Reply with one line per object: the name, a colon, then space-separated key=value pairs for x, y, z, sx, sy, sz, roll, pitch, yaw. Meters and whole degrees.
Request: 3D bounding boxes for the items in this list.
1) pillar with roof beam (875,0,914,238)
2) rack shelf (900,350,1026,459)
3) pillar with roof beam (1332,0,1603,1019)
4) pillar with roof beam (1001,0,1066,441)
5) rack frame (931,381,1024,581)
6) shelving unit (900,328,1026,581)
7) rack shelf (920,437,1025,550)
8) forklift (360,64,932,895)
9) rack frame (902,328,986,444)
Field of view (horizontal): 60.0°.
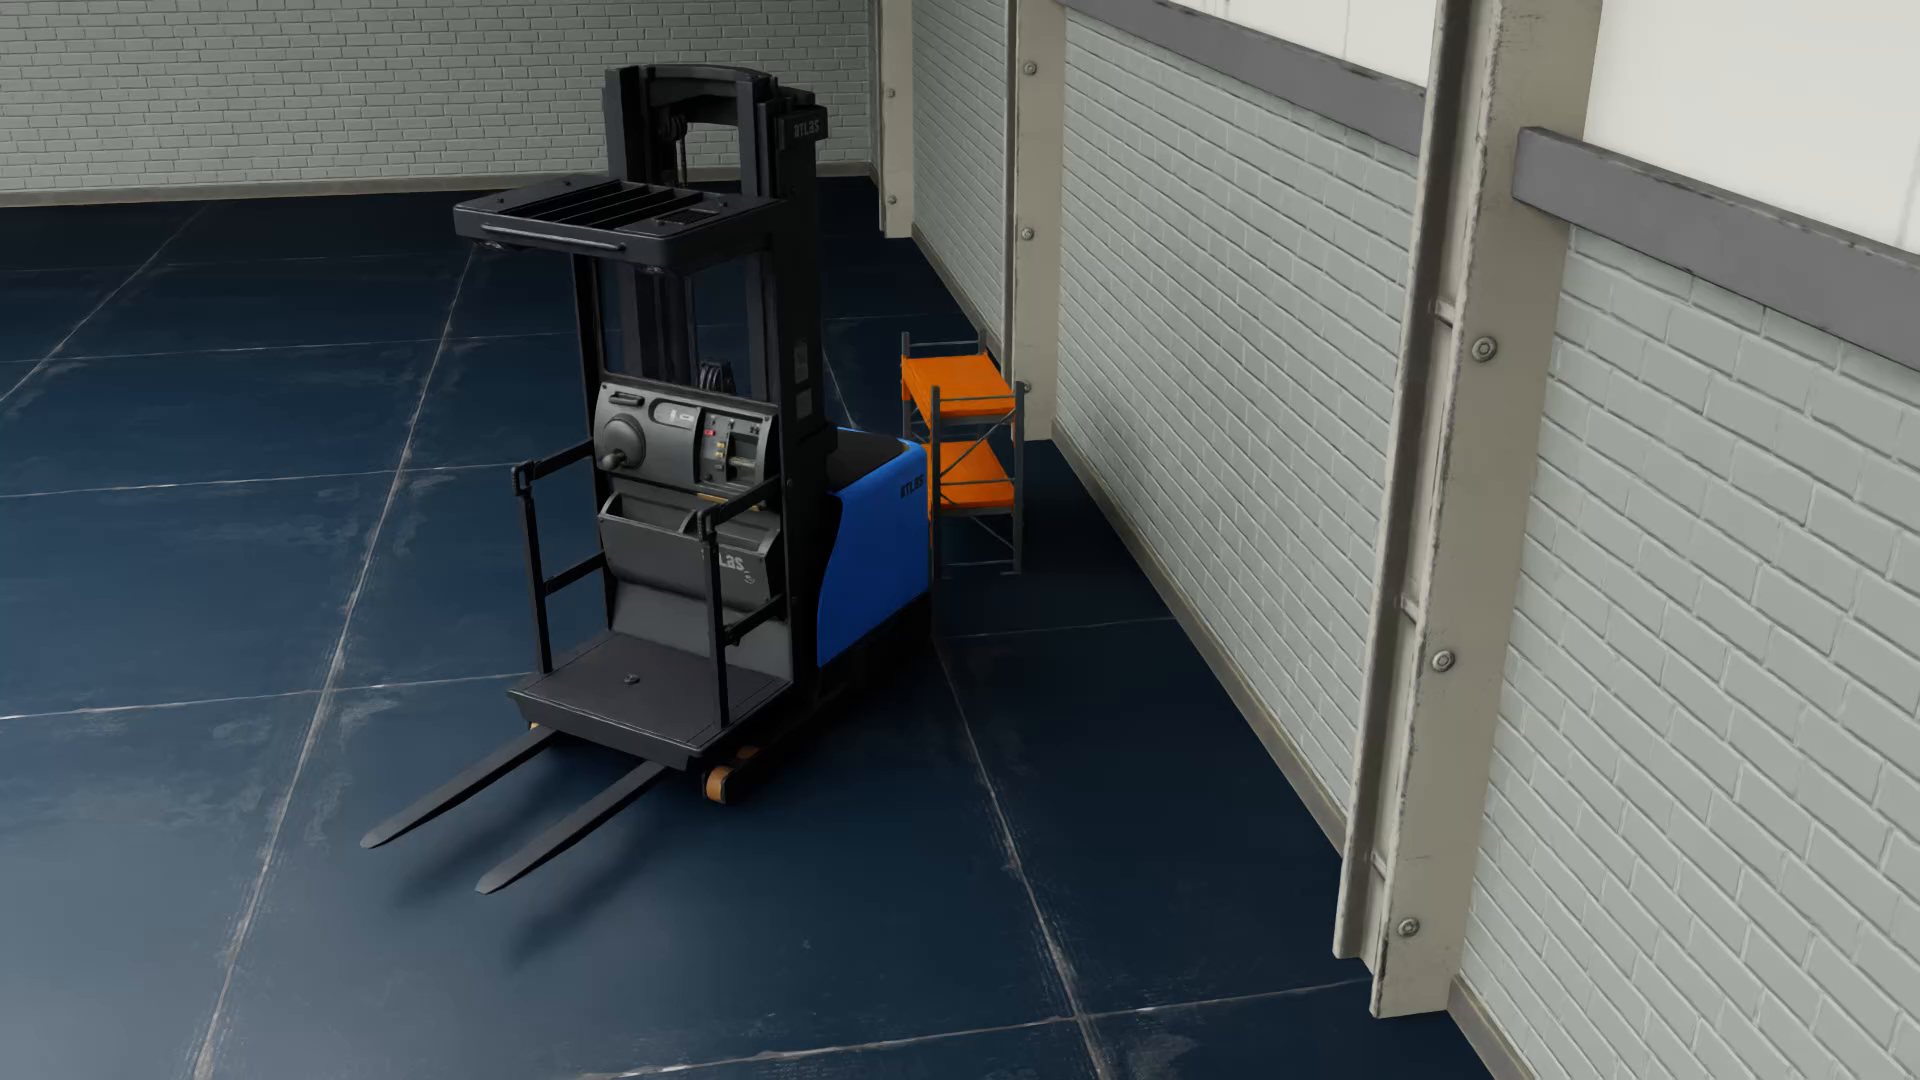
pillar with roof beam: x=-4.868 y=-6.923 z=14.358 sx=9.100 sy=9.000 sz=0.400 roll=-4 pitch=24 yaw=-10
rack shelf: x=0.001 y=-0.781 z=9.402 sx=0.538 sy=0.278 sz=1.000 roll=-4 pitch=24 yaw=-10
pillar with roof beam: x=-2.649 y=-2.203 z=3.551 sx=9.100 sy=9.000 sz=0.400 roll=-4 pitch=24 yaw=-10
pillar with roof beam: x=-3.759 y=-4.563 z=8.954 sx=9.100 sy=9.000 sz=0.400 roll=-4 pitch=24 yaw=-10
rack frame: x=0.095 y=-0.313 z=9.061 sx=0.500 sy=1.125 sz=0.032 roll=-4 pitch=24 yaw=-10
shelving unit: x=0.001 y=-0.513 z=9.519 sx=0.538 sy=1.125 sz=1.048 roll=-4 pitch=24 yaw=-10
rack shelf: x=0.001 y=-0.289 z=9.617 sx=0.538 sy=0.278 sz=1.000 roll=-4 pitch=24 yaw=-10
forklift: x=-1.308 y=-0.416 z=7.040 sx=1.130 sy=2.935 sz=3.031 roll=13 pitch=27 yaw=27
rack frame: x=-0.093 y=-0.713 z=9.977 sx=0.500 sy=1.125 sz=0.032 roll=-4 pitch=24 yaw=-10
